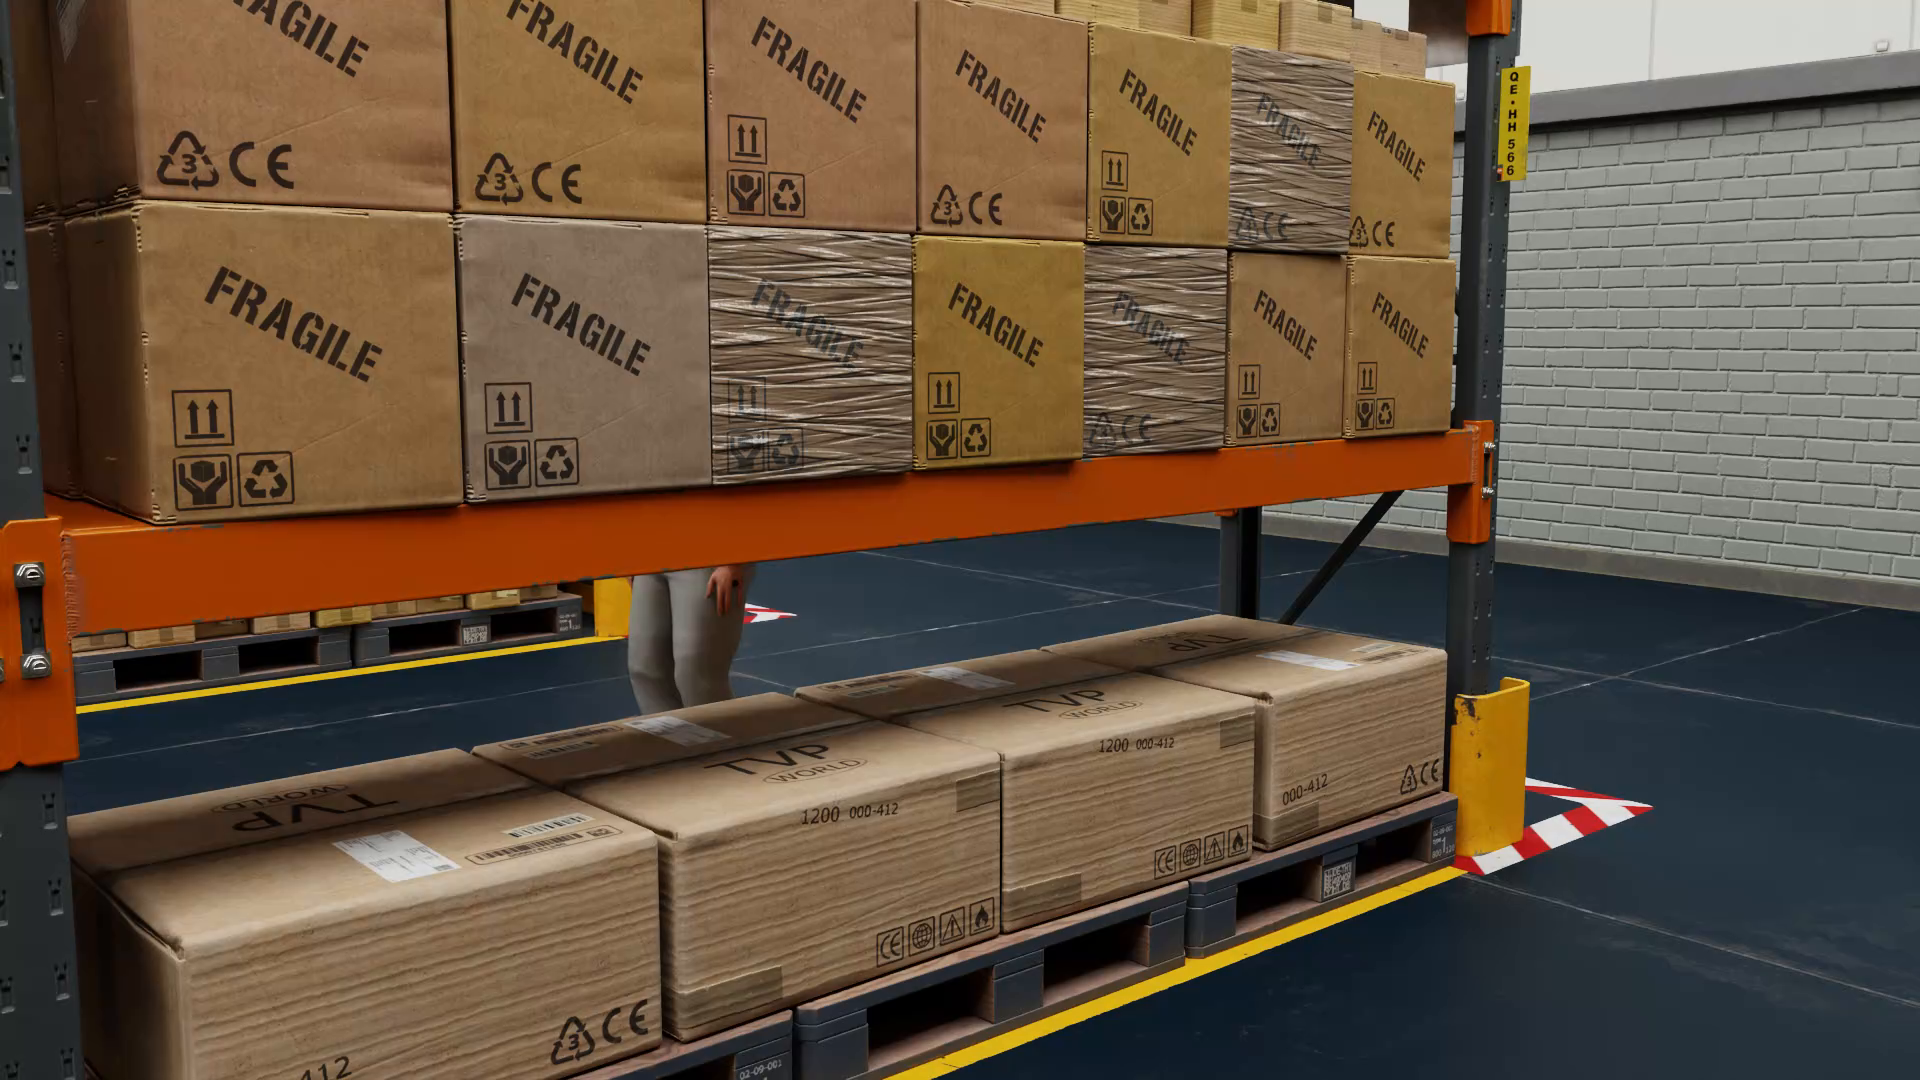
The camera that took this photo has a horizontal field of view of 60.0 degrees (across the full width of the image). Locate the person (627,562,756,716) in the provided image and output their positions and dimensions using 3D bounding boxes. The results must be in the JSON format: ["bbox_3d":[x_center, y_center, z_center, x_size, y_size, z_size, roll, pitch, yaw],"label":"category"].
[{"bbox_3d":[-0.868,0.049,5.378,0.436,1.746,0.590,-7,10,-43],"label":"person"}]
